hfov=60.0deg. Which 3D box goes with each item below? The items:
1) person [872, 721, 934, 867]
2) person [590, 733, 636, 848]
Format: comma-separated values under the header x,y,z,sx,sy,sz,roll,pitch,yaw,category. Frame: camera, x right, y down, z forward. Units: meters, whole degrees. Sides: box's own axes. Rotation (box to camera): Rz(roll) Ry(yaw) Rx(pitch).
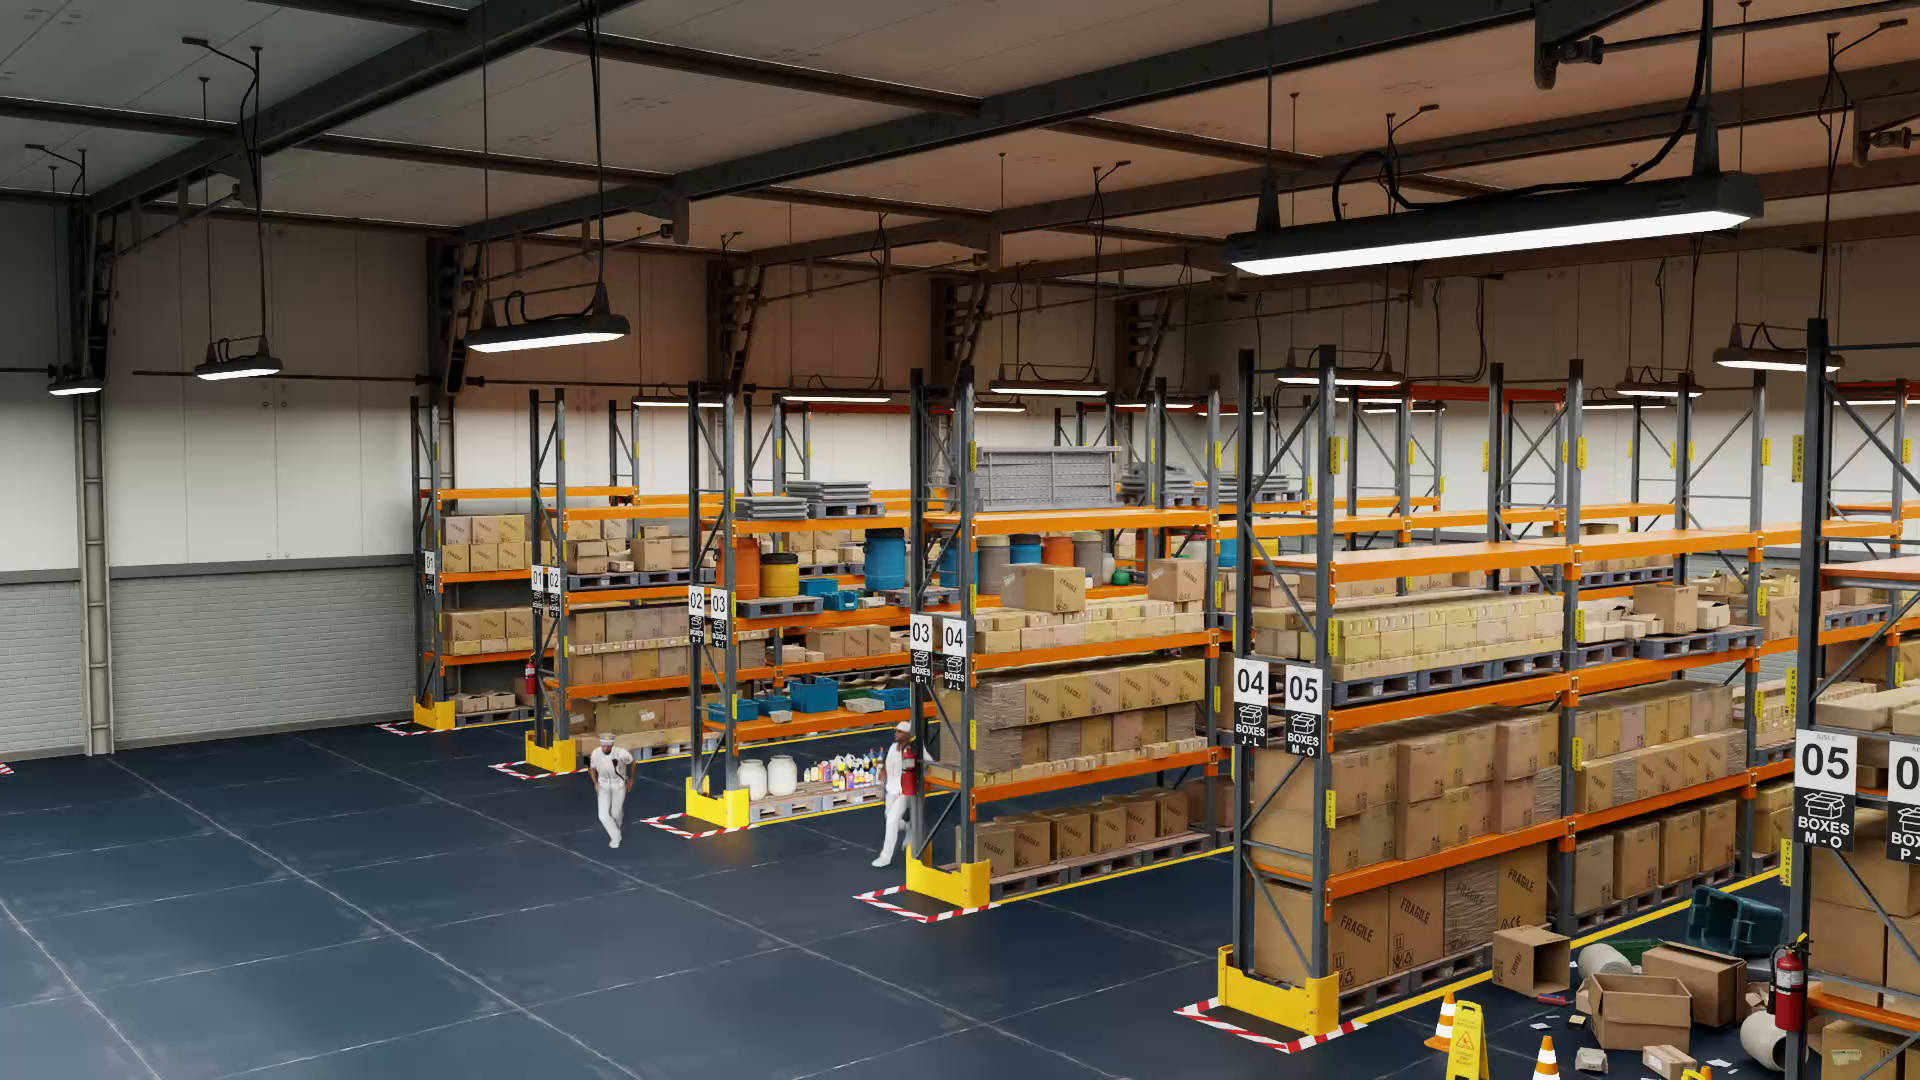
x,y,z,sx,sy,sz,roll,pitch,yaw,category
-0.759,3.099,20.433,0.931,1.712,0.715,-3,5,-45,person
-4.429,3.174,21.294,0.583,1.520,0.864,0,3,1,person
